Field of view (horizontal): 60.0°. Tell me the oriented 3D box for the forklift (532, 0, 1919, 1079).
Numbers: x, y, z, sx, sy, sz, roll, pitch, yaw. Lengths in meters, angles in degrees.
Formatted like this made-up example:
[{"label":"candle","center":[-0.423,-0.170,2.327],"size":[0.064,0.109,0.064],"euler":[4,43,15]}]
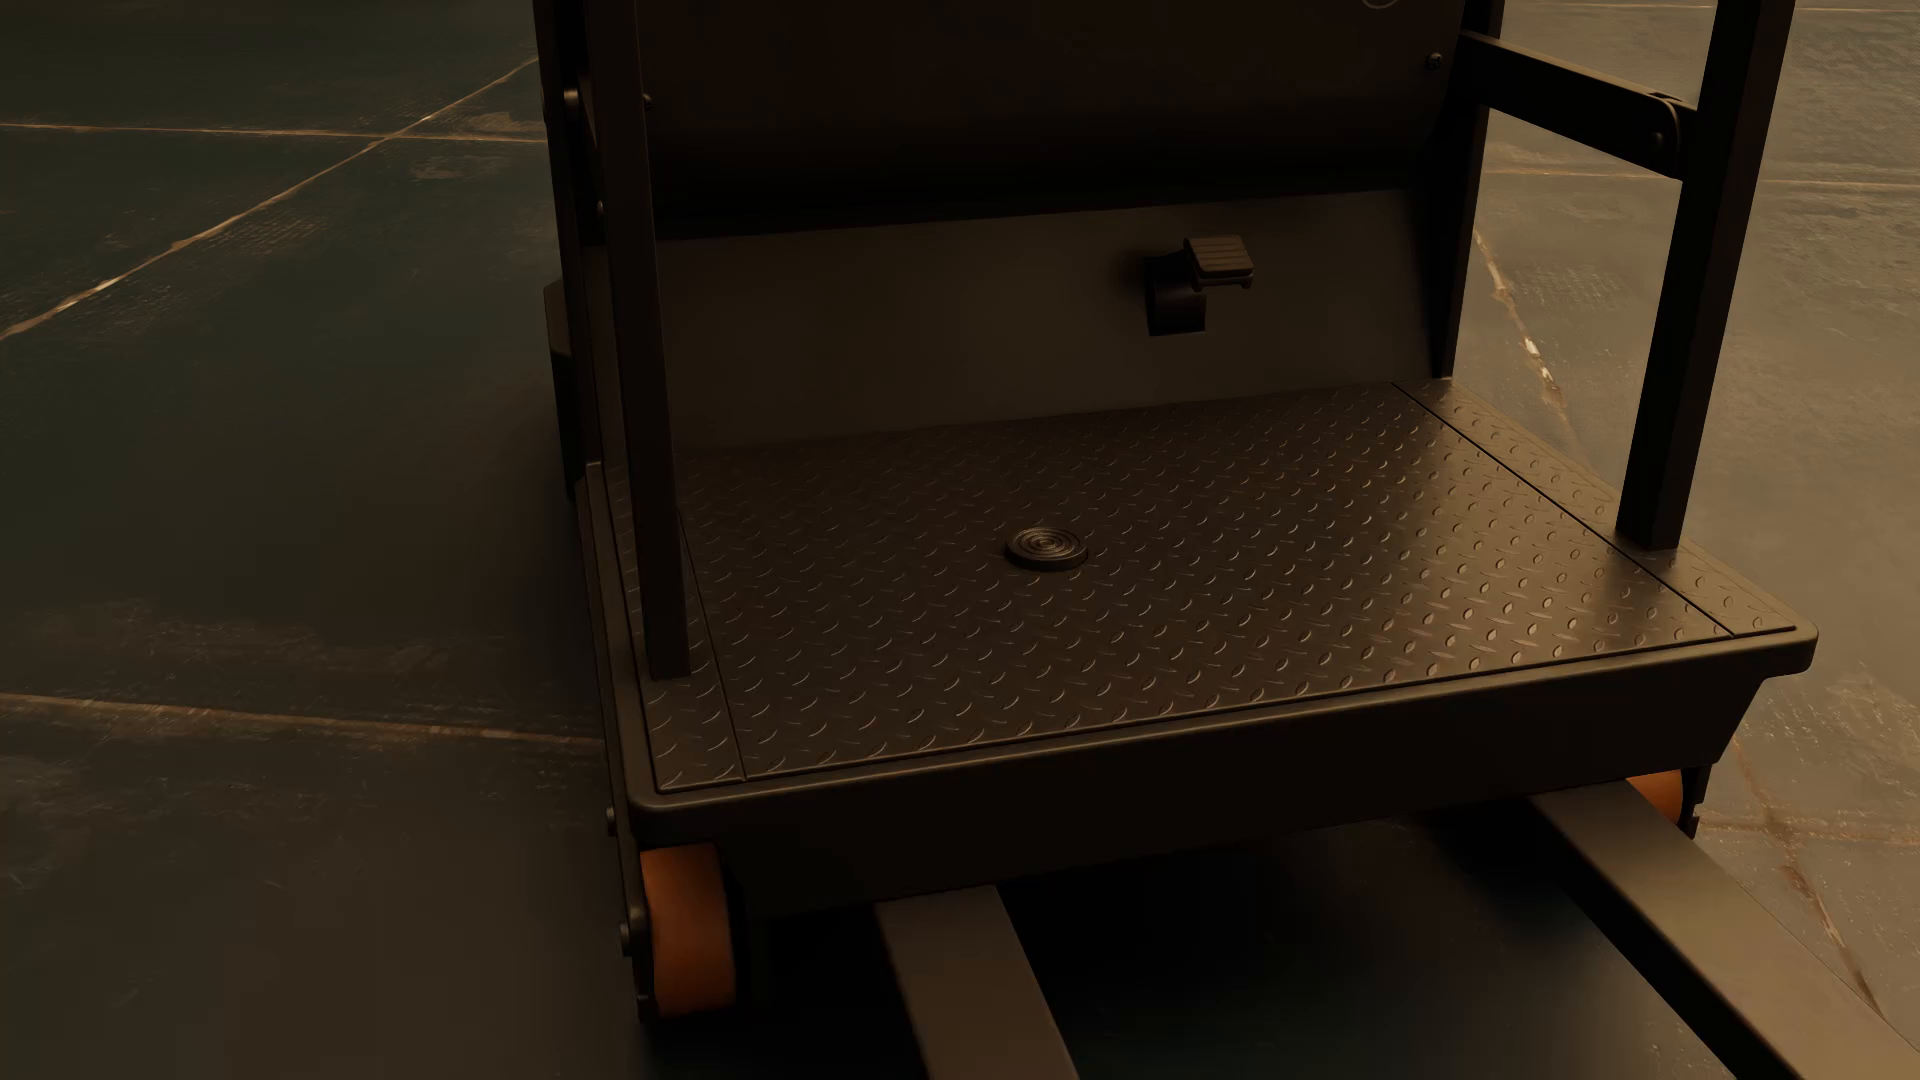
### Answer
[{"label":"forklift","center":[0.153,-1.049,1.319],"size":[1.130,2.935,3.031],"euler":[-7,27,-13]}]
